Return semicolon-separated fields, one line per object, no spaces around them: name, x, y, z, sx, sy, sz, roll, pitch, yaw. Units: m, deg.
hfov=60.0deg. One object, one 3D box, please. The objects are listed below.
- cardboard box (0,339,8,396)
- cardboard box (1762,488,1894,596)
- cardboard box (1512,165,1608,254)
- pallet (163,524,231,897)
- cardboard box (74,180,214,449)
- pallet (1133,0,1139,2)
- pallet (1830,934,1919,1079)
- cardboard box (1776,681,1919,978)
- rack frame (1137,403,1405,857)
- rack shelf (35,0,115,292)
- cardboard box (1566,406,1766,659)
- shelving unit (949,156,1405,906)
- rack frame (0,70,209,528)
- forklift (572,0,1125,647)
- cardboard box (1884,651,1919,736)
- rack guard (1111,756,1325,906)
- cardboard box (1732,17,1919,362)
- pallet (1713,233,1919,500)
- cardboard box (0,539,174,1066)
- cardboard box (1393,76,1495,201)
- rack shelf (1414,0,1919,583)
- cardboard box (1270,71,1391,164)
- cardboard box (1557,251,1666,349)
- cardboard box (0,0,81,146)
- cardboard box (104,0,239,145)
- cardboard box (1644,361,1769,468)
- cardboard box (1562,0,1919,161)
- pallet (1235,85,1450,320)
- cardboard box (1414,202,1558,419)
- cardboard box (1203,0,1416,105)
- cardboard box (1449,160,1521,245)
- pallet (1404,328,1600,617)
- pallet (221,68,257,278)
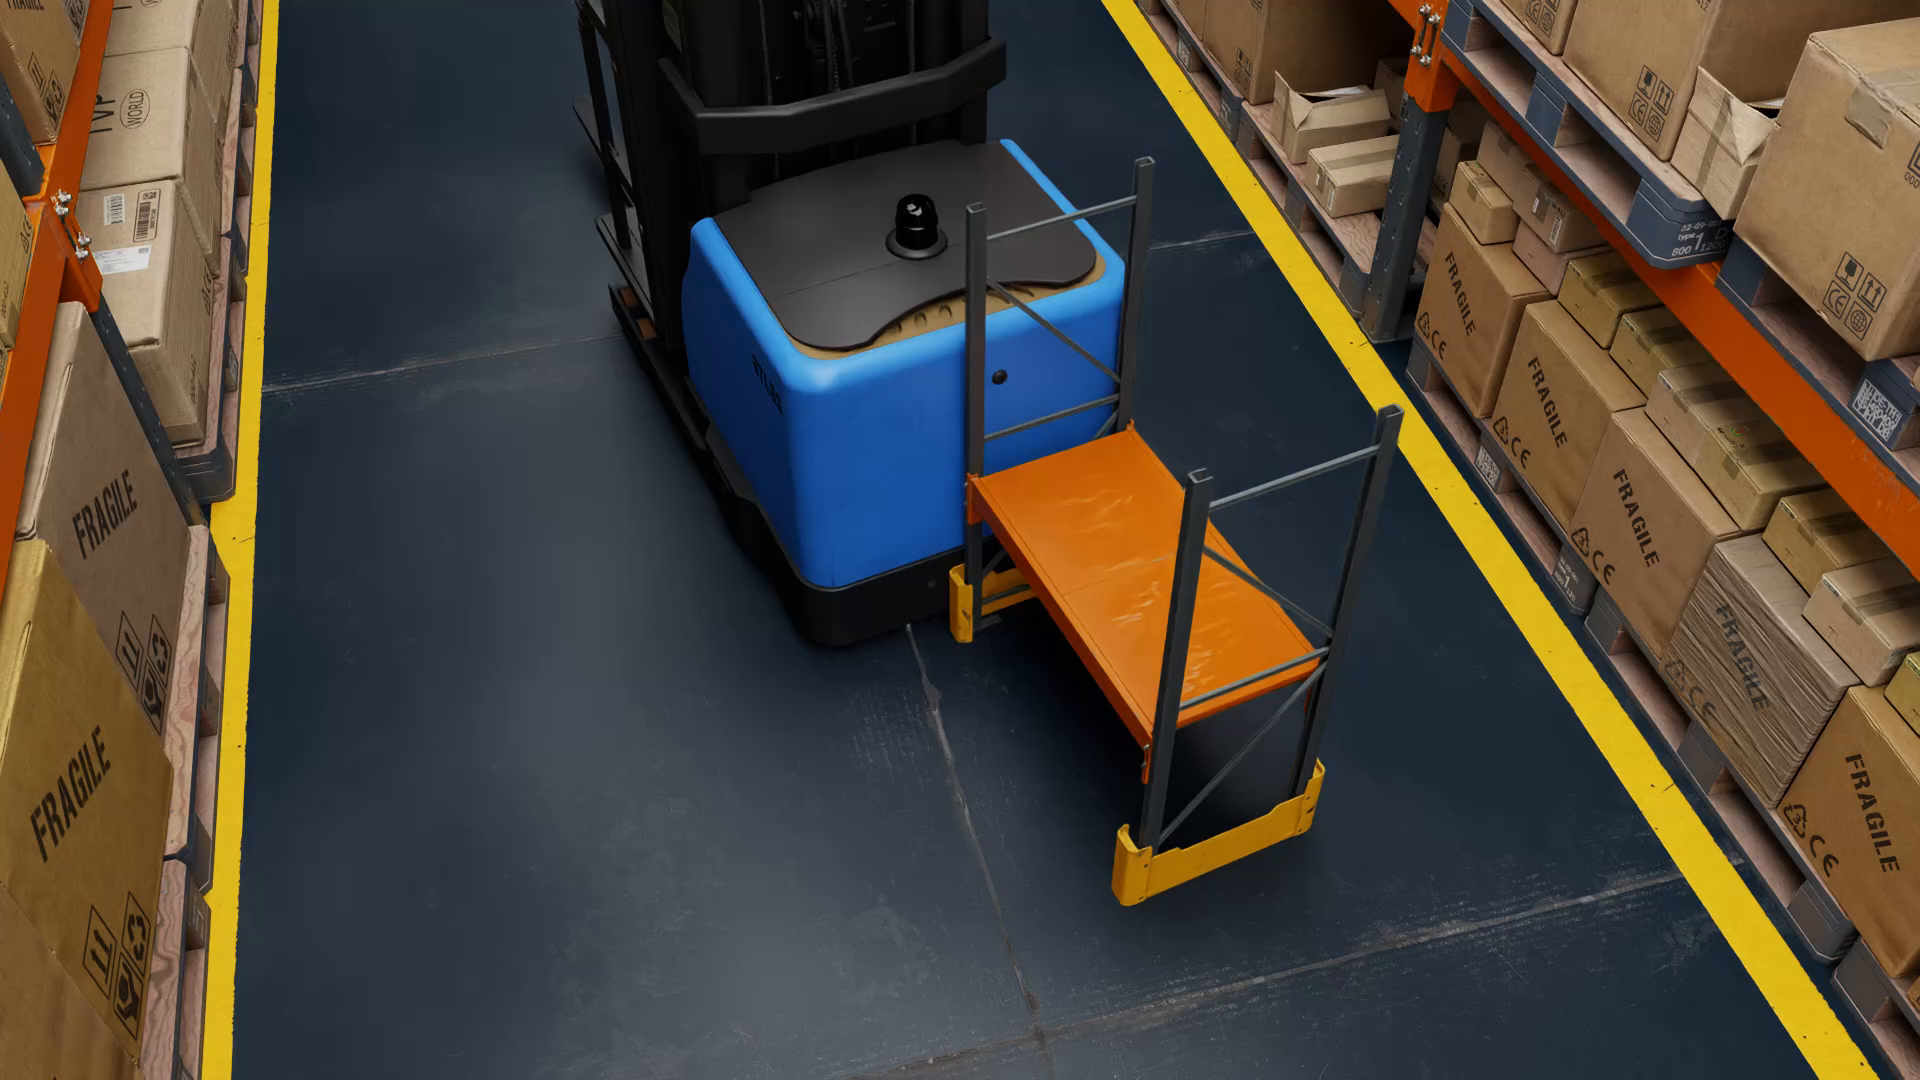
cardboard box;-2.373;-0.296;3.545;0.500;0.250;0.500;-11;47;-11
cardboard box;2.264;-0.006;4.157;0.380;0.149;0.250;-11;47;-10
cardboard box;1.884;-1.010;4.933;0.380;0.149;0.250;-13;47;-12
pallet;-2.590;0.531;4.582;1.003;0.211;1.213;-11;47;-10
cardboard box;-2.917;-0.667;5.303;0.875;0.438;0.875;-11;47;-11
pallet;1.137;-3.057;8.098;1.003;0.211;1.213;-11;47;-10
pallet;2.806;1.341;3.788;1.003;0.211;1.213;-11;47;-10
cardboard box;2.390;0.655;3.964;0.500;0.500;0.500;-9;46;-9
rack frame;0.680;0.328;3.879;0.500;1.500;0.032;-19;48;-17
rack shelf;-3.372;-2.093;5.704;1.077;0.370;4.000;-11;47;-10
cardboard box;2.113;-0.060;4.664;0.500;0.500;0.500;-12;47;-11
shelving unit;0.459;-0.006;4.206;0.587;1.500;1.083;-19;48;-17
rack frame;-2.860;-0.964;4.094;1.000;3.000;0.127;-11;47;-10
forklift;-0.598;-1.776;4.938;1.130;2.935;3.031;-19;49;-18
cardboard box;2.377;0.359;3.800;0.380;0.149;0.250;-11;47;-11
rack guard;0.672;0.753;4.337;0.587;0.250;0.087;-19;48;-17
cardboard box;2.178;-0.782;3.552;0.700;0.500;0.500;-11;47;-11
pallet;2.459;-0.387;3.663;1.003;0.211;1.213;-11;47;-10
cardboard box;-2.386;0.669;3.688;0.875;0.875;0.875;-9;46;-9
cardboard box;1.996;-1.579;6.286;0.500;0.311;0.500;-9;46;-9
rack shelf;2.449;-0.241;3.890;1.077;0.370;4.000;-11;47;-10
cardboard box;1.419;-1.641;6.379;0.396;0.266;0.258;-9;46;-9
cardboard box;1.994;-0.724;4.862;0.380;0.149;0.250;-13;47;-12
cardboard box;-2.728;-1.371;4.423;0.500;0.500;0.500;-9;46;-9
cardboard box;-3.376;-1.908;6.519;0.875;0.438;0.875;-10;46;-9
cardboard box;2.105;-0.358;4.503;0.380;0.149;0.250;-11;47;-10
cardboard box;1.977;-1.323;4.083;0.700;0.500;0.500;-10;46;-10
pallet;1.762;-1.372;6.447;1.003;0.211;1.213;-11;47;-10
cardboard box;1.843;-0.771;5.361;0.500;0.500;0.500;-9;46;-9
cardboard box;1.425;-2.154;6.717;0.700;0.500;0.500;-12;47;-12
cardboard box;1.771;-1.077;5.207;0.380;0.149;0.250;-9;46;-8
pallet;2.182;-0.343;5.439;1.003;0.211;1.213;-11;47;-10
pallet;-3.295;-1.371;6.446;1.003;0.211;1.213;-11;47;-10
